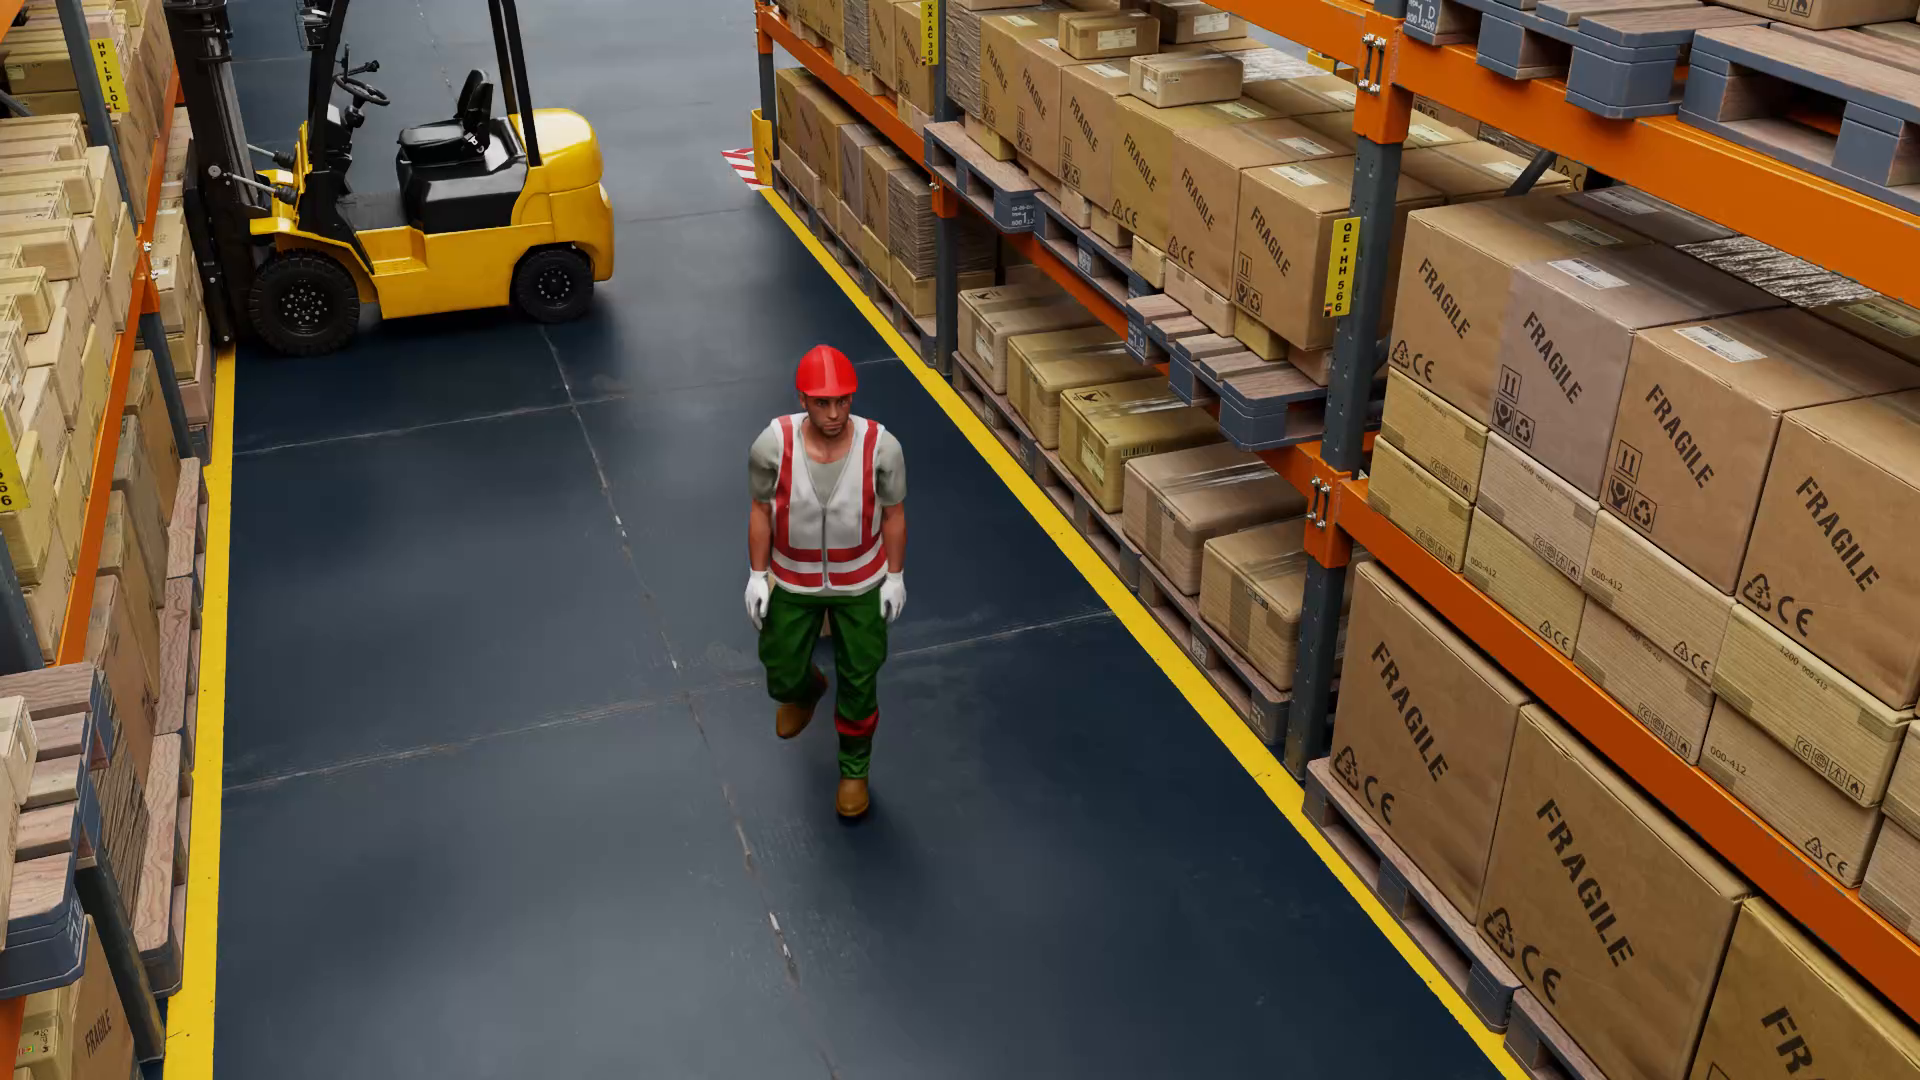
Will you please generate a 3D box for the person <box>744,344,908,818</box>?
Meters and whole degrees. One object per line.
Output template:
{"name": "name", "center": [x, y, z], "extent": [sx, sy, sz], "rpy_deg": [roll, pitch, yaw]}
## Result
{"name": "person", "center": [-0.469, 0.107, 5.864], "extent": [0.574, 1.788, 0.611], "rpy_deg": [-2, 30, -3]}
